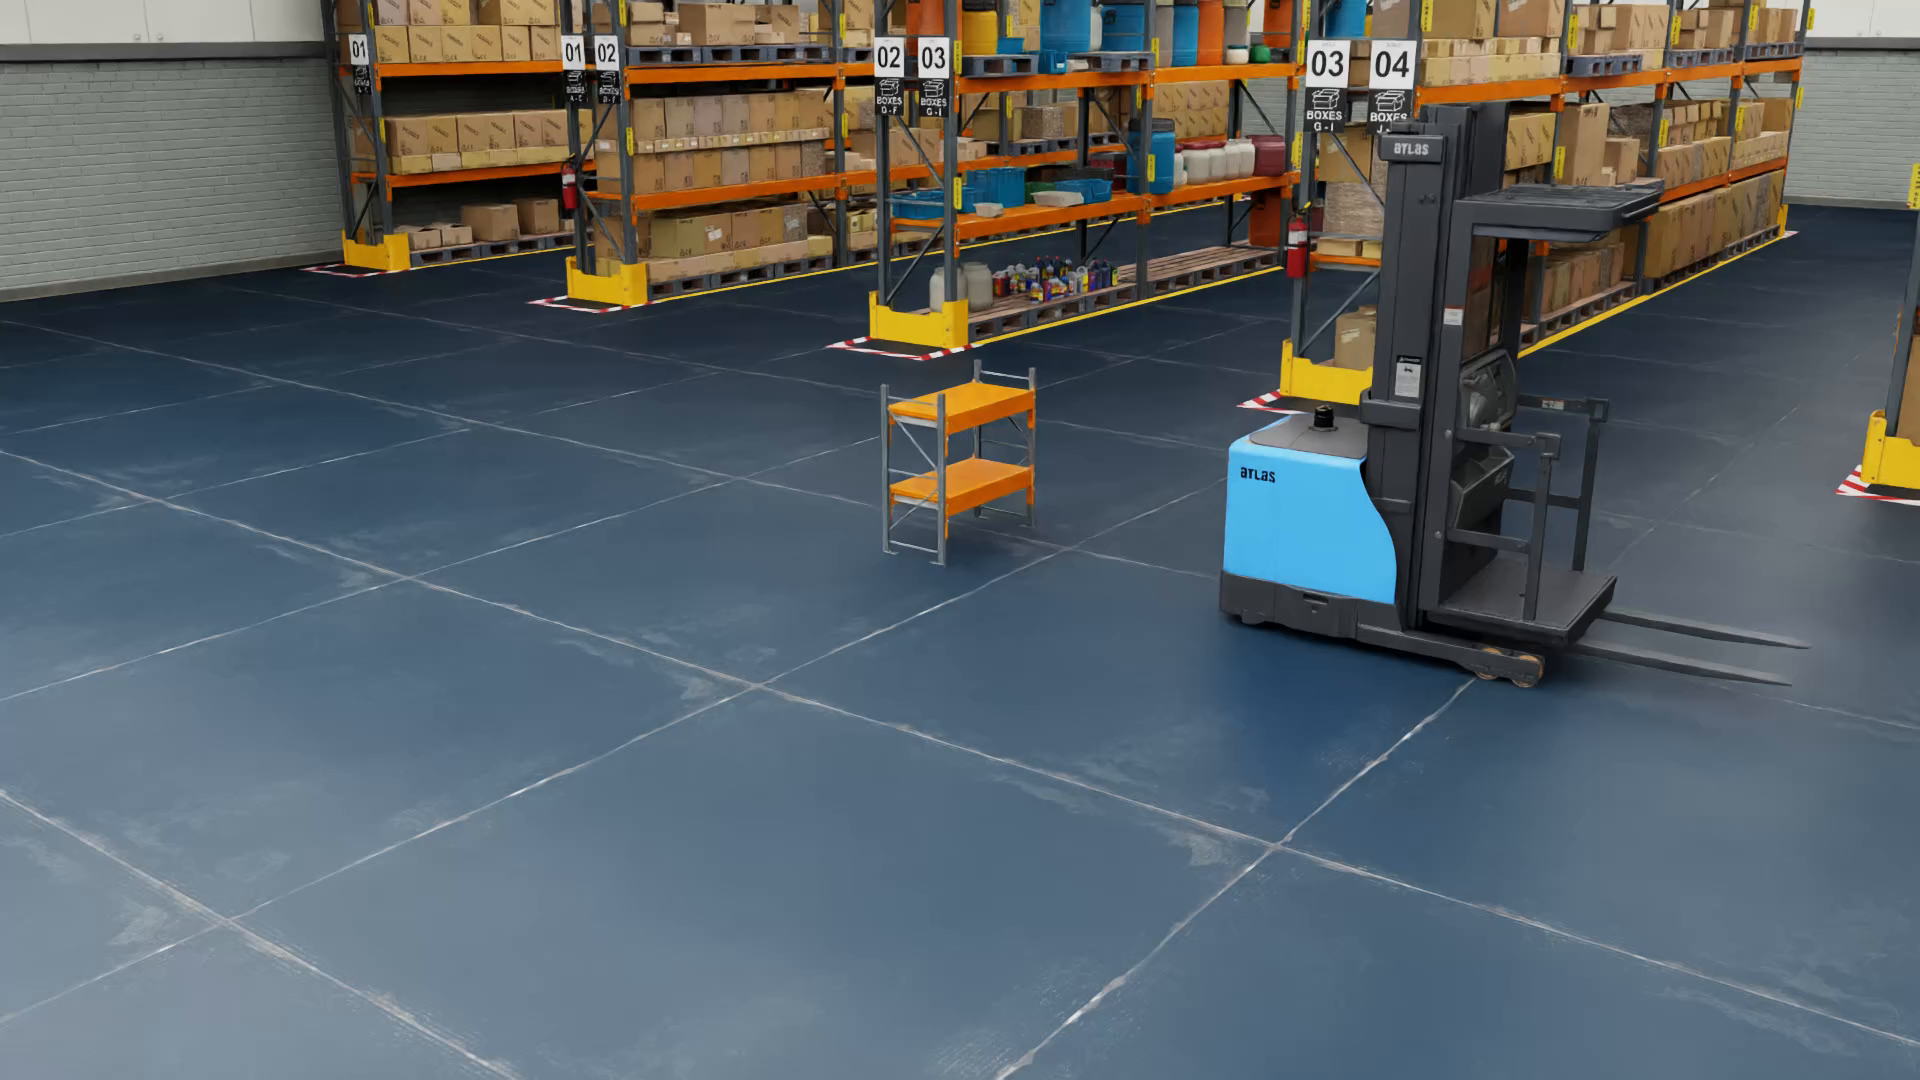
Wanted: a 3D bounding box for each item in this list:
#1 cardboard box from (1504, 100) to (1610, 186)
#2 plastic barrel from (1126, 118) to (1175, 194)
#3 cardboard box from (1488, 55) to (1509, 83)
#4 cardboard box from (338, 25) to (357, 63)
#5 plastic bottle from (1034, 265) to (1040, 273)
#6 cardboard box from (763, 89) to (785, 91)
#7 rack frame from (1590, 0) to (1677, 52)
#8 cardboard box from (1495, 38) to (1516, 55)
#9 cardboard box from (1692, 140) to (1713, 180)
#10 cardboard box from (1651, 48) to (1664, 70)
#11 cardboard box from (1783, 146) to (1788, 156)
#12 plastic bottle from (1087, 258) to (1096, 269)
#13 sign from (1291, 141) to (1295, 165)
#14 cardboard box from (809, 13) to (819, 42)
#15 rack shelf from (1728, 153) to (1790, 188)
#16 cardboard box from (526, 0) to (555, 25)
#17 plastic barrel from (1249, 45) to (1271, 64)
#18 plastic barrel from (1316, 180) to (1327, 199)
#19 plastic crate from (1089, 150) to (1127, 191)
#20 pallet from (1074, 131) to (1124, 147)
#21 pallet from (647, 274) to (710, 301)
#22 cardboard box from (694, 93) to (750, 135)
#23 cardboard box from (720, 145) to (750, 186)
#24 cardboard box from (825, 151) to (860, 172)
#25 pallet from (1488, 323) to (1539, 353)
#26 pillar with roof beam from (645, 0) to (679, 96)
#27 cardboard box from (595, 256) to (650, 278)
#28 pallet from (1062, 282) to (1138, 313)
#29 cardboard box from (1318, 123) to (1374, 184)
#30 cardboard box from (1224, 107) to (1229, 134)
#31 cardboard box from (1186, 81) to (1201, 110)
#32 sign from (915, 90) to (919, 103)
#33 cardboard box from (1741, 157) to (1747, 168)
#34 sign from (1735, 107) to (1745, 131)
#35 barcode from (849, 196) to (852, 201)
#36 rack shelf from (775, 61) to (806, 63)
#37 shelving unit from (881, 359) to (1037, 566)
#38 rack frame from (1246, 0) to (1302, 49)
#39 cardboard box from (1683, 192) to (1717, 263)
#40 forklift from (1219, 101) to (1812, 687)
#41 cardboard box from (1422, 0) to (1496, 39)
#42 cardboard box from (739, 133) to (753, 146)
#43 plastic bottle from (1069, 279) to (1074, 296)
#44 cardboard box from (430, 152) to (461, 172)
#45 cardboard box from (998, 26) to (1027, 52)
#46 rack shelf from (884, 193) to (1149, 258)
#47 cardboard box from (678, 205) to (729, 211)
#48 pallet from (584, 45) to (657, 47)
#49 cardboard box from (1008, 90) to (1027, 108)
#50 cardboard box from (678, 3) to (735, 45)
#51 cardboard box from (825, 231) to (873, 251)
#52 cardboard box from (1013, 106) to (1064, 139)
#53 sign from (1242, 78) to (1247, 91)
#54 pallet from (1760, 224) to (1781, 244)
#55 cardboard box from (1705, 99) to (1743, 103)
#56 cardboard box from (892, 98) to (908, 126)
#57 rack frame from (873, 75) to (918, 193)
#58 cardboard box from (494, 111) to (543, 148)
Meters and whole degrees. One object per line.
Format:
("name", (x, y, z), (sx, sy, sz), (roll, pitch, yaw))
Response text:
("cardboard box", (6.483, -4.328, 18.402), (1.000, 1.000, 1.000), (13, 21, 35))
("plastic barrel", (2.393, -4.829, 20.892), (0.600, 0.901, 0.708), (12, 21, 35))
("cardboard box", (4.915, -4.519, 15.934), (0.500, 0.250, 0.500), (13, 22, 36))
("cardboard box", (-8.375, -6.983, 23.413), (0.500, 0.500, 0.500), (14, 22, 39))
("plastic bottle", (0.935, -3.253, 20.520), (0.097, 0.271, 0.097), (0, 17, 0))
("cardboard box", (-3.159, -7.882, 29.598), (0.500, 0.250, 0.500), (13, 22, 36))
("rack frame", (8.281, -7.494, 20.202), (1.000, 3.000, 0.127), (12, 21, 35))
("cardboard box", (5.155, -4.784, 16.114), (0.380, 0.149, 0.250), (14, 22, 37))
("cardboard box", (9.999, -5.227, 22.850), (0.500, 0.500, 0.500), (12, 21, 34))
("cardboard box", (8.194, -5.833, 20.165), (0.500, 0.250, 0.500), (12, 21, 35))
("cardboard box", (13.100, -6.271, 26.804), (0.380, 0.149, 0.250), (13, 21, 36))
("plastic bottle", (1.652, -3.318, 20.594), (0.144, 0.351, 0.185), (12, 21, 35))
("sign", (4.749, -5.486, 23.578), (0.100, 0.325, 0.005), (12, 21, 35))
("cardboard box", (-2.797, -9.336, 30.280), (0.700, 0.500, 0.500), (14, 22, 37))
("rack shelf", (11.856, -5.714, 25.800), (1.077, 0.370, 4.000), (12, 21, 35))
("cardboard box", (-6.437, -7.969, 24.901), (0.500, 0.500, 0.500), (14, 22, 38))
("plastic barrel", (4.197, -6.795, 23.270), (0.294, 0.245, 0.294), (0, 17, 0))
("plastic barrel", (5.927, -5.360, 26.276), (0.600, 0.901, 0.708), (12, 21, 35))
("plastic crate", (1.962, -4.751, 21.378), (0.402, 0.464, 0.583), (12, 21, 35))
("pallet", (2.147, -7.070, 29.277), (1.003, 0.211, 1.213), (12, 21, 35))
("pallet", (-4.018, -3.333, 21.620), (1.003, 0.211, 1.213), (12, 21, 35))
("cardboard box", (-3.213, -5.629, 21.958), (0.700, 0.500, 0.500), (12, 21, 35))
("cardboard box", (-3.231, -5.001, 22.120), (0.700, 0.500, 0.500), (13, 22, 36))
("cardboard box", (-1.798, -5.481, 24.088), (0.500, 0.250, 0.500), (14, 22, 38))
("pallet", (5.526, -2.178, 17.902), (1.003, 0.211, 1.213), (12, 21, 35))
("pillar with roof beam", (-1.665, -9.202, 25.703), (9.100, 9.000, 0.400), (12, 21, 35))
("cardboard box", (-4.357, -3.542, 21.521), (0.500, 0.250, 0.500), (12, 21, 35))
("pallet", (1.486, -3.067, 20.764), (1.003, 0.211, 1.213), (12, 21, 35))
("cardboard box", (3.643, -3.565, 15.311), (0.500, 0.500, 0.500), (12, 21, 35))
("cardboard box", (5.046, -8.179, 32.354), (0.500, 0.500, 0.500), (13, 22, 36))
("cardboard box", (4.138, -8.289, 31.024), (0.500, 0.500, 0.500), (13, 22, 36))
("sign", (-0.829, -8.629, 32.154), (0.100, 0.325, 0.005), (12, 21, 35))
("cardboard box", (11.420, -5.599, 24.638), (0.380, 0.149, 0.250), (13, 22, 36))
("sign", (11.106, -6.003, 23.698), (0.100, 0.325, 0.005), (12, 21, 35))
("barcode", (-1.570, -4.890, 23.785), (0.001, 0.075, 0.075), (12, 21, 35))
("rack shelf", (-2.462, -8.820, 30.743), (1.077, 0.370, 4.000), (12, 21, 35))
("shelving unit", (0.004, -0.539, 11.082), (0.538, 1.125, 1.048), (12, 21, 35))
("rack frame", (4.303, -8.369, 23.020), (1.000, 3.000, 0.127), (12, 21, 35))
("cardboard box", (9.767, -4.398, 23.224), (1.225, 0.875, 0.875), (12, 21, 33))
("forklift", (3.023, -0.804, 8.889), (3.031, 2.935, 1.130), (11, 20, 32))
("cardboard box", (4.616, -4.890, 15.363), (0.500, 0.500, 0.500), (12, 21, 34))
("cardboard box", (-2.960, -5.316, 22.044), (0.380, 0.149, 0.250), (13, 22, 36))
("plastic bottle", (1.312, -3.027, 19.910), (0.097, 0.201, 0.097), (0, 17, 0))
("cardboard box", (-7.576, -5.474, 24.031), (0.500, 0.250, 0.500), (12, 21, 33))
("cardboard box", (0.560, -7.970, 26.626), (0.910, 0.500, 0.500), (12, 21, 35))
("rack shelf", (0.728, -3.731, 19.415), (1.077, 0.370, 4.000), (12, 21, 35))
("cardboard box", (-3.476, -4.260, 22.569), (0.500, 0.500, 0.500), (12, 21, 35))
("pallet", (-5.583, -7.773, 26.475), (1.213, 0.211, 1.003), (12, 21, 35))
("cardboard box", (0.817, -9.180, 35.242), (0.980, 0.700, 0.700), (14, 22, 37))
("cardboard box", (-3.231, -6.570, 21.171), (0.500, 0.500, 0.500), (12, 21, 35))
("cardboard box", (-1.617, -4.367, 24.177), (0.500, 0.250, 0.500), (12, 21, 33))
("cardboard box", (1.310, -6.983, 27.794), (0.500, 0.500, 0.700), (-15, 23, -40))
("sign", (5.528, -8.887, 32.317), (0.100, 0.325, 0.005), (12, 21, 35))
("pallet", (12.634, -4.998, 26.983), (1.003, 0.211, 1.213), (12, 21, 35))
("cardboard box", (11.943, -6.653, 26.096), (0.500, 0.500, 0.500), (12, 21, 33))
("cardboard box", (-1.343, -8.252, 32.056), (0.500, 0.500, 0.500), (12, 21, 34))
("rack frame", (-1.270, -8.207, 32.615), (1.000, 3.000, 0.127), (12, 21, 35))
("cardboard box", (-6.672, -6.193, 25.083), (0.500, 0.500, 0.500), (12, 21, 33))
